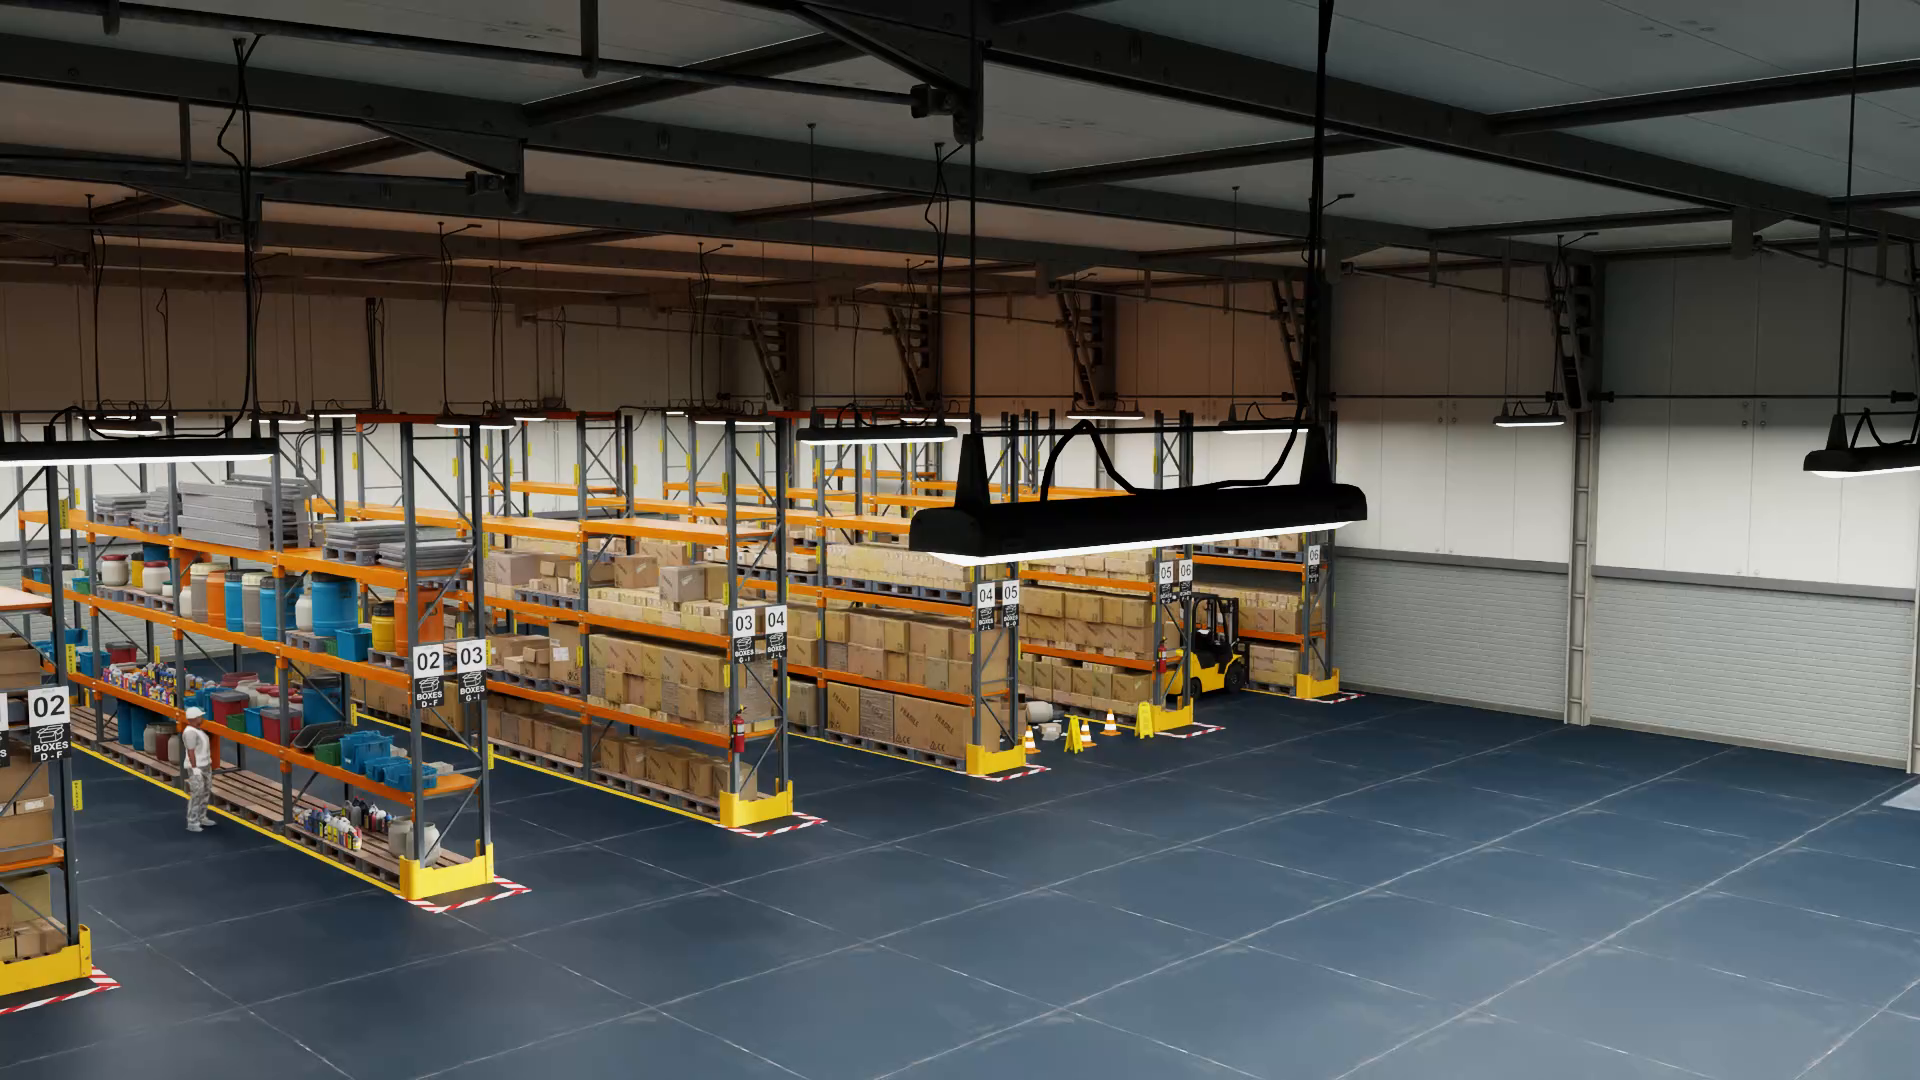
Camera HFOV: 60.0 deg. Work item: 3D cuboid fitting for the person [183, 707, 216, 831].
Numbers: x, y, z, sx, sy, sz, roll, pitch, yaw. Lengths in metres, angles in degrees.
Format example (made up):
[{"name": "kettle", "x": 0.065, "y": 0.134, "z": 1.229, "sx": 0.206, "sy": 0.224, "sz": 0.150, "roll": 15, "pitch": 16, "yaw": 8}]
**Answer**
[{"name": "person", "x": -11.197, "y": 3.360, "z": 24.435, "sx": 0.432, "sy": 1.845, "sz": 0.648, "roll": 0, "pitch": 5, "yaw": 1}]
